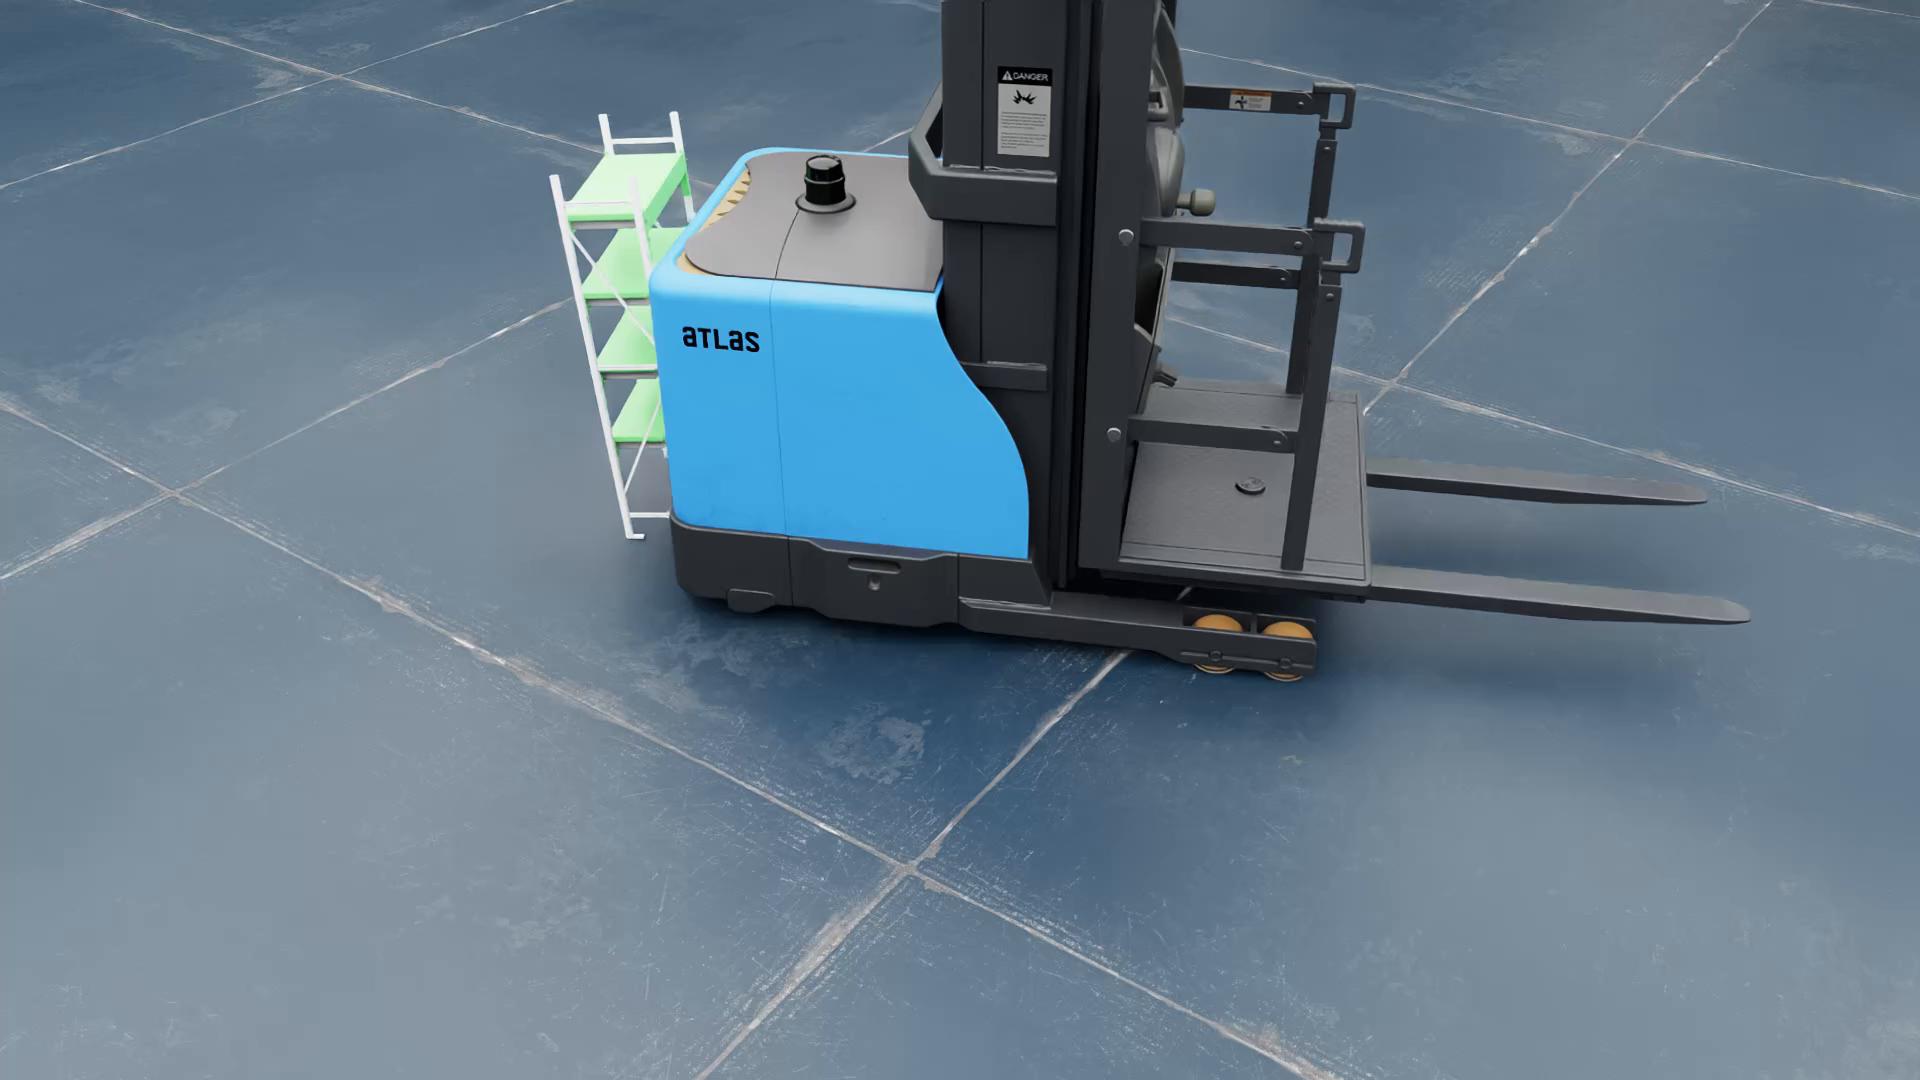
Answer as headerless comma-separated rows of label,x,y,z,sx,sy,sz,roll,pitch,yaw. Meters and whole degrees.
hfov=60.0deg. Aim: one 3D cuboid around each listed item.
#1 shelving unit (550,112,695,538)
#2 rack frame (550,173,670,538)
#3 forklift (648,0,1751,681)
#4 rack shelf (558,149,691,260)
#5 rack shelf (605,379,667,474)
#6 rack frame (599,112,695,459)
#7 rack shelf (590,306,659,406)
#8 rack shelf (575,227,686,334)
shelving unit,-0.949,-0.643,5.115,0.258,1.200,0.503,0,34,7
rack frame,-0.973,-0.507,4.914,0.240,1.200,0.015,0,34,7
forklift,0.722,-1.141,4.320,3.031,2.935,1.130,6,34,8
rack shelf,-0.977,-0.989,4.885,0.258,0.148,0.480,0,34,7
rack shelf,-0.929,-0.391,5.283,0.258,0.148,0.480,0,34,7
rack frame,-0.925,-0.779,5.317,0.240,1.200,0.015,0,34,7
rack shelf,-0.945,-0.590,5.151,0.258,0.148,0.480,0,34,7
rack shelf,-0.961,-0.790,5.018,0.258,0.148,0.480,0,34,7
